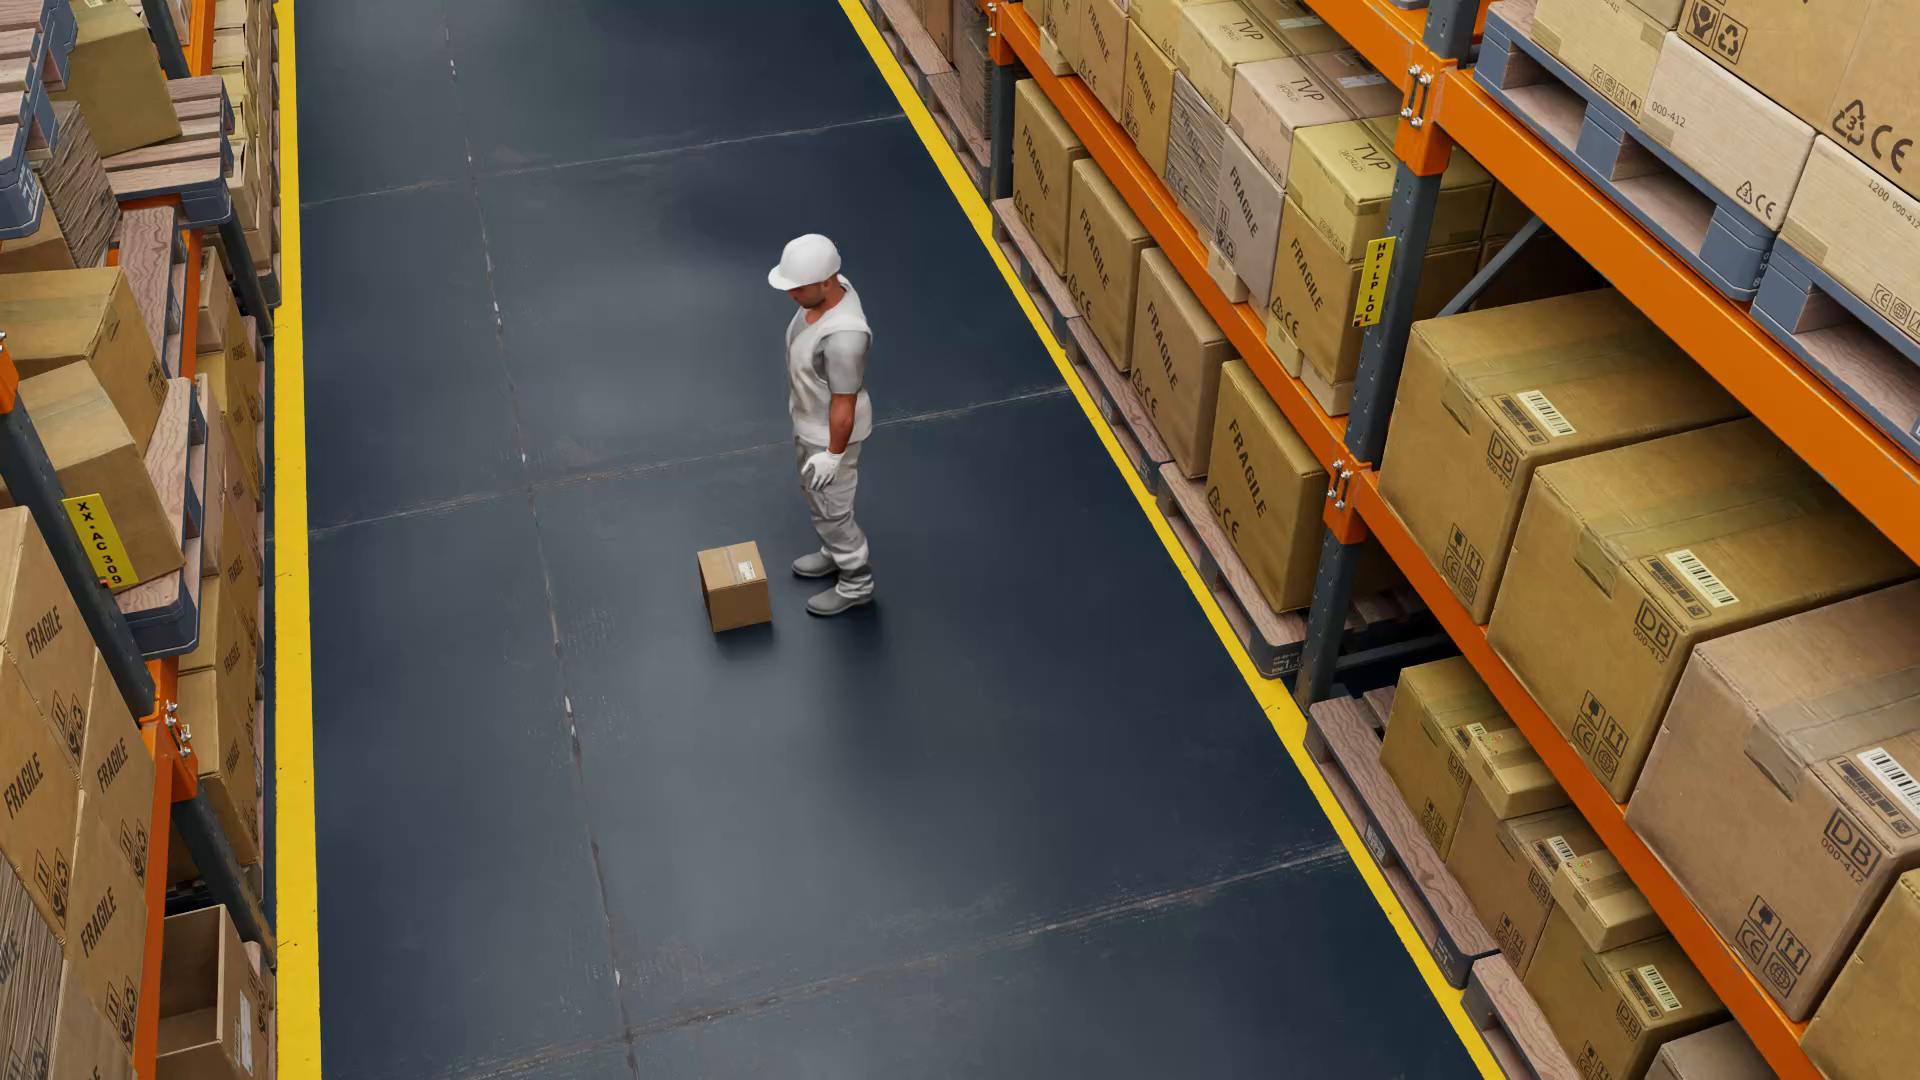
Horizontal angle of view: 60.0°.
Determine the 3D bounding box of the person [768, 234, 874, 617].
[{"bbox_3d":[-0.532,-0.449,6.652,0.364,1.774,0.529,-11,43,-12],"label":"person"}]
